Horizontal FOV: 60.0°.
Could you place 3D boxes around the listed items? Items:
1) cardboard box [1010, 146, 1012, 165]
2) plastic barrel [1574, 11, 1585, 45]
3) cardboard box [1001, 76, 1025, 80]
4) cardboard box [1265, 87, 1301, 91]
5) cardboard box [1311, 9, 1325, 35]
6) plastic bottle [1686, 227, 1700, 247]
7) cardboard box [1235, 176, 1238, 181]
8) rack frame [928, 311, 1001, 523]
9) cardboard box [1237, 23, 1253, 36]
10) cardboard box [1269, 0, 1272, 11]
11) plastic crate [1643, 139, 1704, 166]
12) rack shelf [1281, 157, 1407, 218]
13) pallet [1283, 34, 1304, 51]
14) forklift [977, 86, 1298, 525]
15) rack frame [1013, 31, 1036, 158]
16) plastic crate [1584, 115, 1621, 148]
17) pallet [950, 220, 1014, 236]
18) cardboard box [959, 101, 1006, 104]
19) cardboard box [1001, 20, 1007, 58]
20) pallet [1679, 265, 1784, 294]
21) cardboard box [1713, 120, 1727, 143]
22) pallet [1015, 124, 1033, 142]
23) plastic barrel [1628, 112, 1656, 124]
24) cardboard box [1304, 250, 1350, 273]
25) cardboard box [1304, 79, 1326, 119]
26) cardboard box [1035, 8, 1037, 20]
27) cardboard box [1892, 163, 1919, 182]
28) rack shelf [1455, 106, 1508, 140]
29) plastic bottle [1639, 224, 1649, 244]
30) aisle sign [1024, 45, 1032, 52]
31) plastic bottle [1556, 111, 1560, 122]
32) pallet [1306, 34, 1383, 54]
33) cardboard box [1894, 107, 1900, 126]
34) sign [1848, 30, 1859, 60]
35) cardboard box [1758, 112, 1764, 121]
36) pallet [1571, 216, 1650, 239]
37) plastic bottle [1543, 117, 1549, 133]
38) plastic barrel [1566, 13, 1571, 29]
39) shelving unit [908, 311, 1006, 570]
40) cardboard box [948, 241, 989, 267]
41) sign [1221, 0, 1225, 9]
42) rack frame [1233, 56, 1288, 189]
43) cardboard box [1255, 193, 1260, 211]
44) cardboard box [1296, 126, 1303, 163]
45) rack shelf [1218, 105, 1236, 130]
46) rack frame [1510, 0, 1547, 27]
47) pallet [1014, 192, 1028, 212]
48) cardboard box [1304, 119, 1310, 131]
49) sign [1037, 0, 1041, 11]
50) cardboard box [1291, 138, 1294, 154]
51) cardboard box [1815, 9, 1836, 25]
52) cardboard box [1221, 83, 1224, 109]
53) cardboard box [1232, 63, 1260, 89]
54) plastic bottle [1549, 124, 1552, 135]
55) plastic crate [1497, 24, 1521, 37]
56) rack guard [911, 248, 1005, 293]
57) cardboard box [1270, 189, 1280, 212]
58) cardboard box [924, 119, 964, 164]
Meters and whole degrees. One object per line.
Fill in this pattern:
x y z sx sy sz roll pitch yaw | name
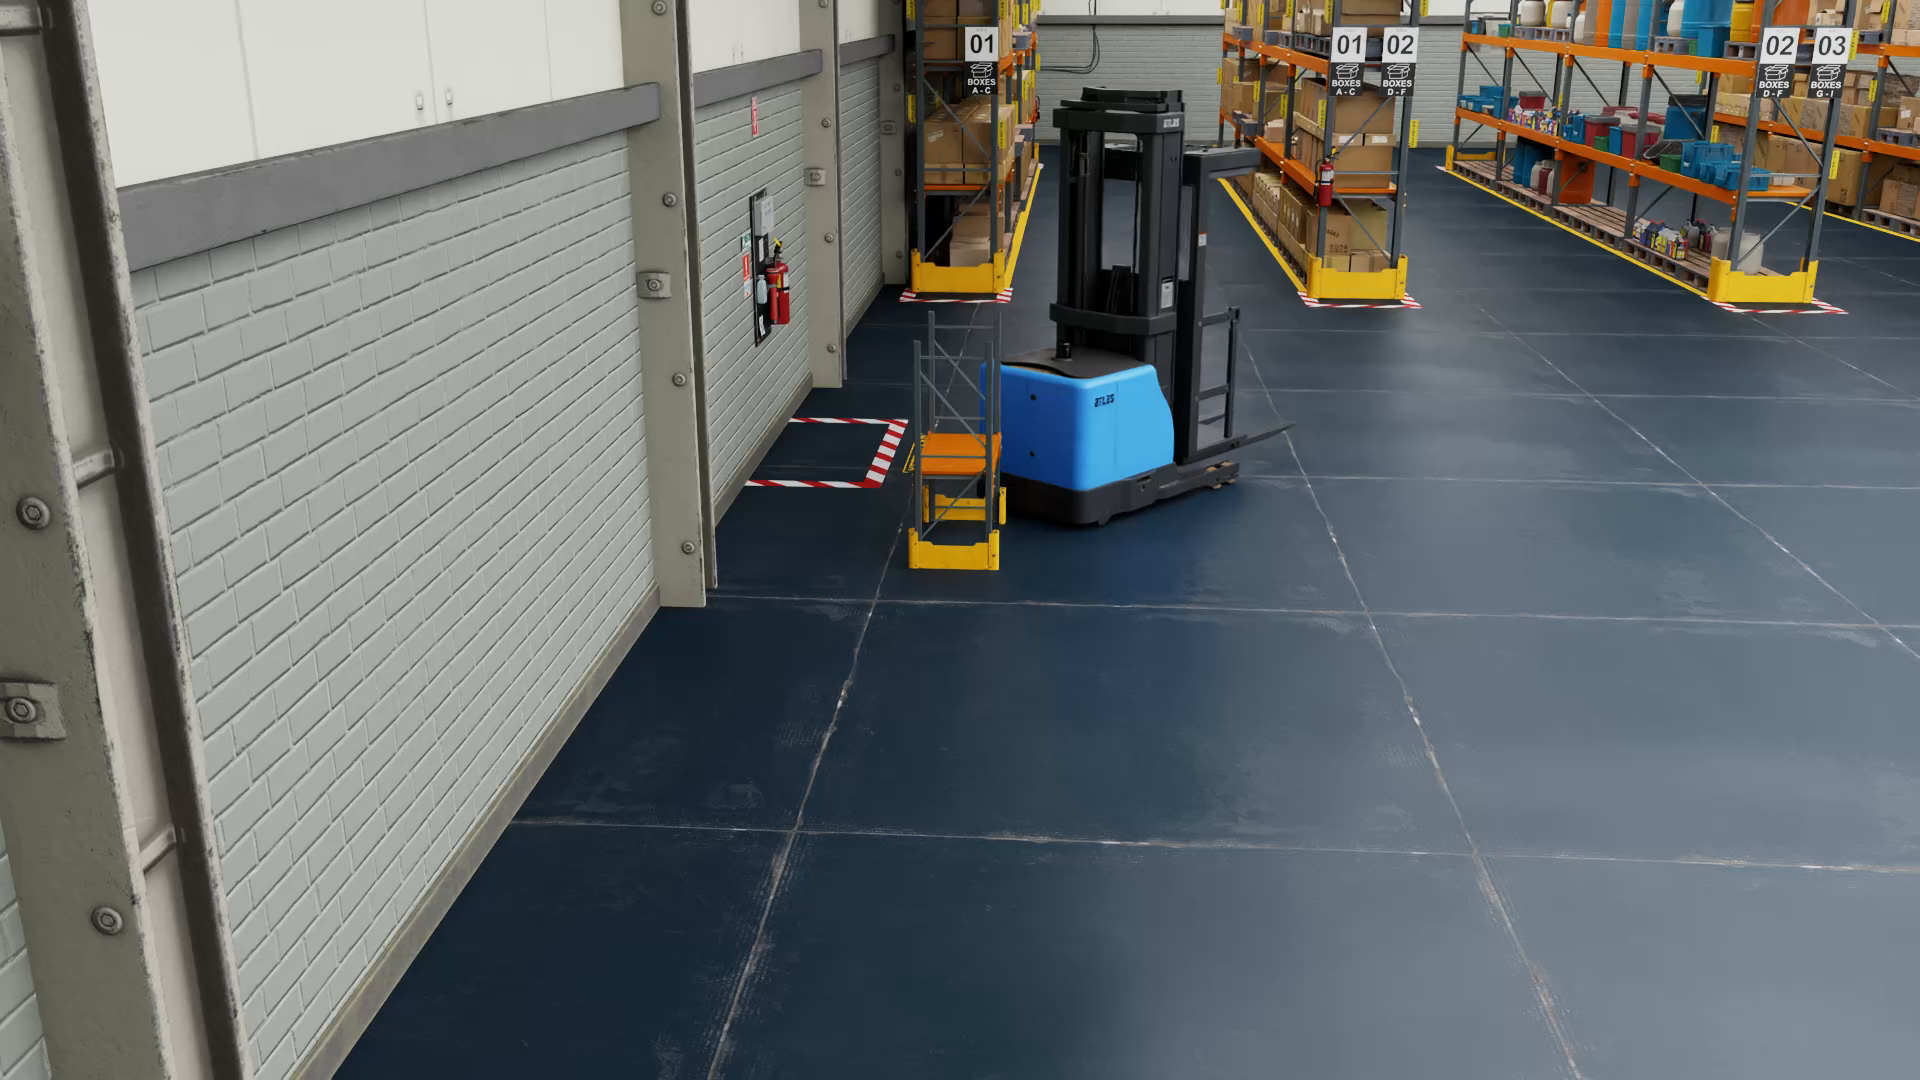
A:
0.458 -5.286 22.945 0.500 0.250 0.500 1 18 4 | cardboard box
10.095 -8.222 26.702 0.421 0.512 0.421 0 18 0 | plastic barrel
0.868 -7.912 28.876 0.500 0.250 0.500 1 18 3 | cardboard box
5.671 -7.670 29.179 0.700 0.500 0.500 5 19 14 | cardboard box
4.768 -6.646 21.315 0.500 0.311 0.500 3 18 10 | cardboard box
10.214 -4.235 23.199 0.152 0.276 0.135 1 18 4 | plastic bottle
5.491 -7.064 31.472 0.500 0.500 0.500 0 18 1 | cardboard box
0.030 -0.844 11.590 0.500 1.500 0.032 1 18 4 | rack frame
5.538 -9.699 31.628 0.500 0.250 0.500 1 18 4 | cardboard box
5.593 -9.345 28.543 0.500 0.500 0.500 1 18 4 | cardboard box
9.971 -5.402 23.191 0.767 0.338 0.504 1 18 4 | plastic crate
5.052 -4.740 22.226 1.077 0.370 4.000 1 18 4 | rack shelf
5.246 -7.312 24.410 0.805 0.209 1.217 1 18 2 | pallet
1.496 -1.876 12.441 1.130 2.935 3.031 16 24 41 | forklift
1.114 -9.539 35.718 1.000 3.000 0.127 1 18 4 | rack frame
10.001 -6.369 25.940 0.402 0.464 0.583 1 18 4 | plastic crate
0.308 -4.729 25.516 1.003 0.211 1.213 1 18 4 | pallet
0.372 -6.400 25.269 0.700 0.500 0.500 3 18 10 | cardboard box
0.315 -6.317 20.873 0.500 0.500 0.500 2 18 8 | cardboard box
9.871 -3.301 21.157 1.003 0.211 1.213 1 18 4 | pallet
15.970 -8.197 34.359 0.875 0.875 0.875 1 18 4 | cardboard box
0.596 -6.740 27.483 1.213 0.211 1.003 1 18 4 | pallet
10.507 -6.310 25.645 0.433 0.535 0.433 0 18 0 | plastic barrel
4.652 -3.527 21.110 0.500 0.250 0.500 1 18 4 | cardboard box
5.135 -6.072 22.892 0.700 0.500 0.500 1 18 4 | cardboard box
1.327 -10.907 34.481 0.500 0.250 0.500 2 18 6 | cardboard box
15.344 -5.892 26.690 0.500 0.250 0.500 2 18 6 | cardboard box
10.853 -8.355 33.260 1.077 0.370 4.000 1 18 4 | rack shelf
9.680 -4.316 23.444 0.152 0.276 0.135 2 18 6 | plastic bottle
1.419 -10.790 35.361 0.394 0.787 0.004 1 18 4 | aisle sign
10.815 -7.612 30.043 0.097 0.271 0.097 0 18 0 | plastic bottle
5.070 -6.443 21.593 1.003 0.211 1.213 1 18 4 | pallet
15.669 -6.915 27.550 0.500 0.500 0.500 2 18 6 | cardboard box
10.397 -5.765 19.368 0.100 0.325 0.005 1 18 4 | sign
15.363 -8.028 31.509 0.380 0.149 0.250 2 18 5 | cardboard box
10.238 -4.891 26.010 1.003 0.211 1.213 1 18 4 | pallet
10.097 -7.136 28.589 0.097 0.271 0.097 0 18 0 | plastic bottle
10.353 -8.729 27.976 0.301 0.262 0.301 0 18 0 | plastic barrel
-0.005 -0.689 11.117 0.587 1.500 1.083 1 18 4 | shelving unit
0.107 -3.714 21.553 0.500 0.311 0.500 -1 18 -2 | cardboard box
5.514 -11.283 34.818 0.100 0.325 0.005 1 18 4 | sign
5.769 -8.188 31.593 1.000 3.000 0.127 1 18 4 | rack frame
5.116 -5.526 27.211 0.500 0.250 0.500 1 18 2 | cardboard box
5.170 -5.612 23.574 0.700 0.500 0.500 1 18 2 | cardboard box
5.912 -8.467 33.601 1.077 0.370 4.000 1 18 4 | rack shelf
10.709 -10.927 30.318 1.000 3.000 0.127 1 18 4 | rack frame
0.673 -5.973 29.312 1.003 0.211 1.213 1 18 4 | pallet
4.911 -5.662 22.684 0.380 0.149 0.250 1 18 2 | cardboard box
1.655 -11.331 35.075 0.100 0.325 0.005 1 18 4 | sign
5.075 -5.916 24.877 0.396 0.266 0.258 1 18 3 | cardboard box
15.481 -9.209 29.362 0.500 0.311 0.500 1 18 2 | cardboard box
5.761 -9.345 34.966 0.500 0.500 0.500 2 18 5 | cardboard box
5.581 -9.032 32.404 0.500 0.500 0.500 1 18 3 | cardboard box
10.069 -6.981 28.231 0.097 0.201 0.097 0 18 0 | plastic bottle
10.456 -9.712 31.695 0.416 0.233 0.300 1 18 4 | plastic crate
-0.027 -3.406 21.014 1.175 0.500 0.348 1 18 4 | rack guard
4.969 -5.156 25.183 0.500 0.311 0.500 2 18 5 | cardboard box
-0.211 -5.016 20.917 0.500 0.500 0.500 1 18 3 | cardboard box
